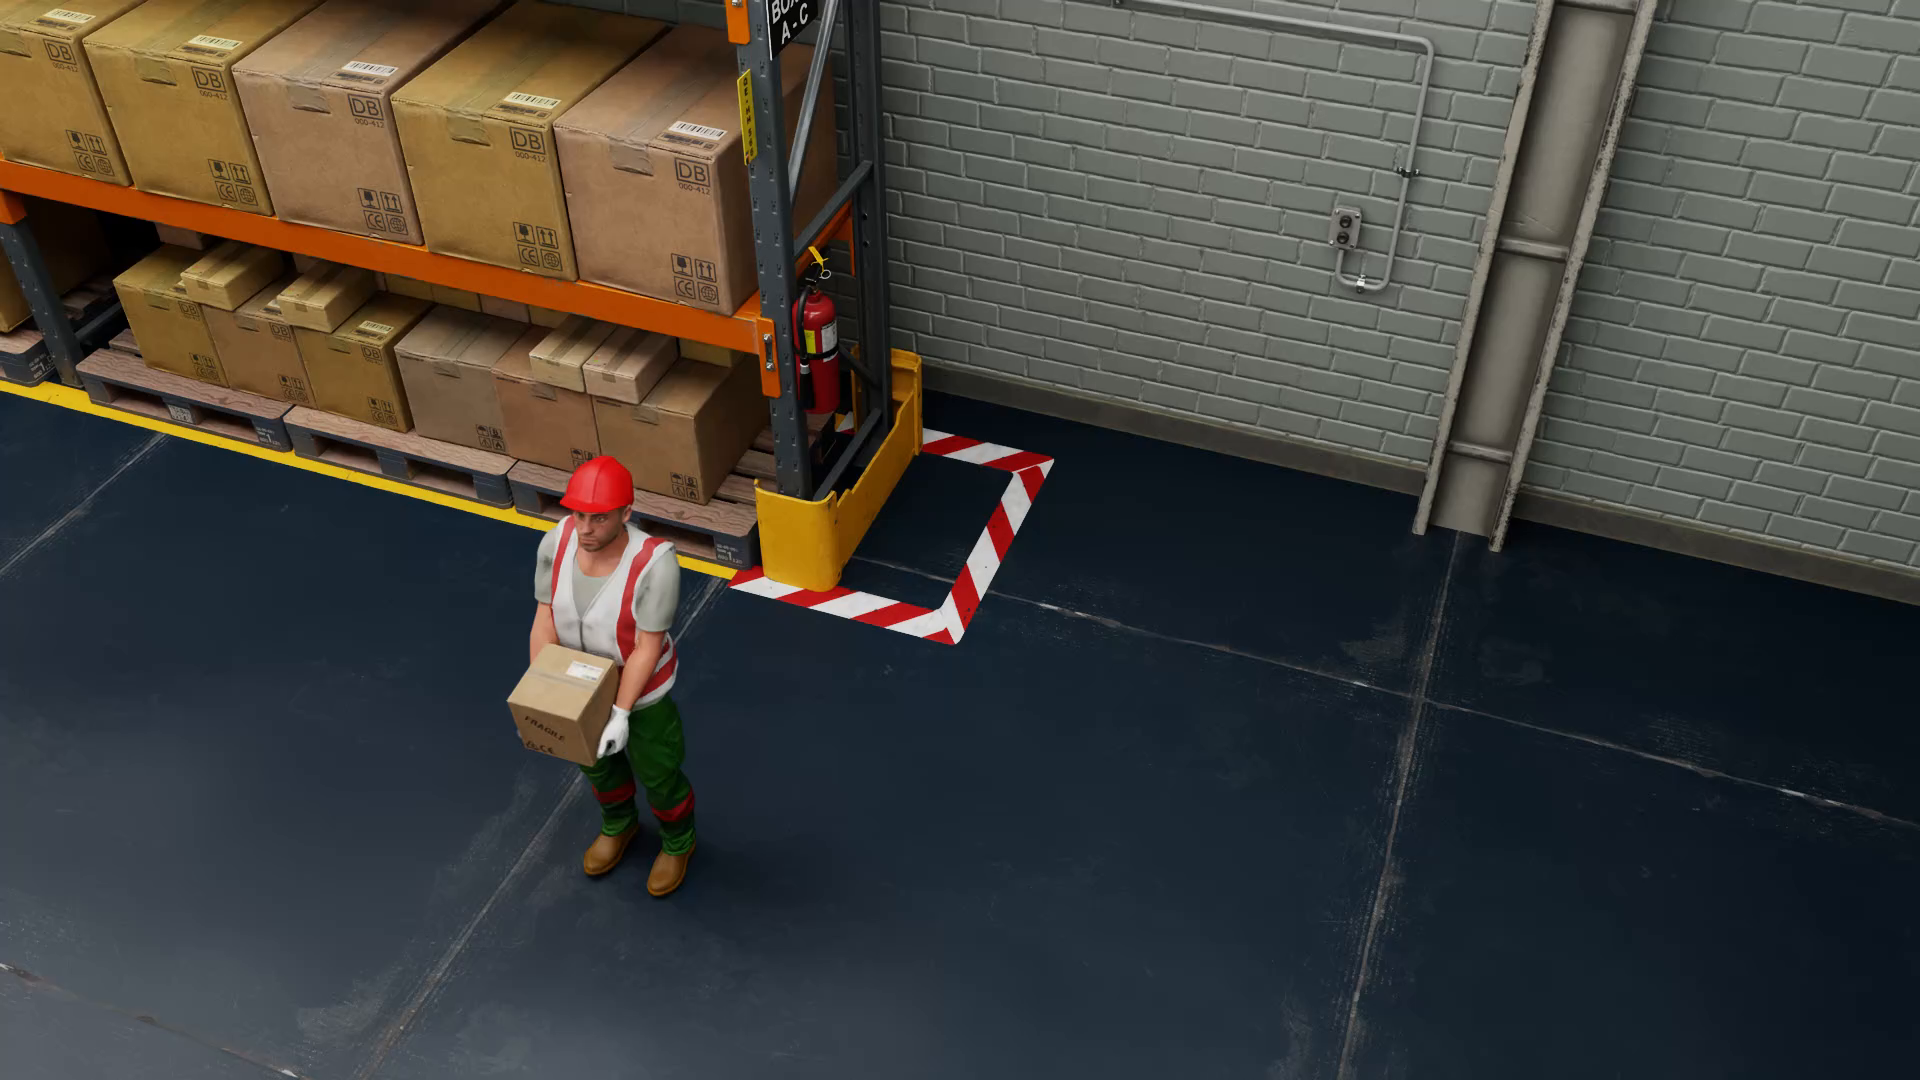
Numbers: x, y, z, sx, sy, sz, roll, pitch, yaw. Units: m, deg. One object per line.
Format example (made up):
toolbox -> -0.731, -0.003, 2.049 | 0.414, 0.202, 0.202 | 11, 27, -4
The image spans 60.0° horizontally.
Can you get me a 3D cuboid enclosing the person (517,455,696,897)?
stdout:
person -> -1.171, 0.539, 5.526 | 0.500, 1.787, 0.560 | 13, 43, 15
